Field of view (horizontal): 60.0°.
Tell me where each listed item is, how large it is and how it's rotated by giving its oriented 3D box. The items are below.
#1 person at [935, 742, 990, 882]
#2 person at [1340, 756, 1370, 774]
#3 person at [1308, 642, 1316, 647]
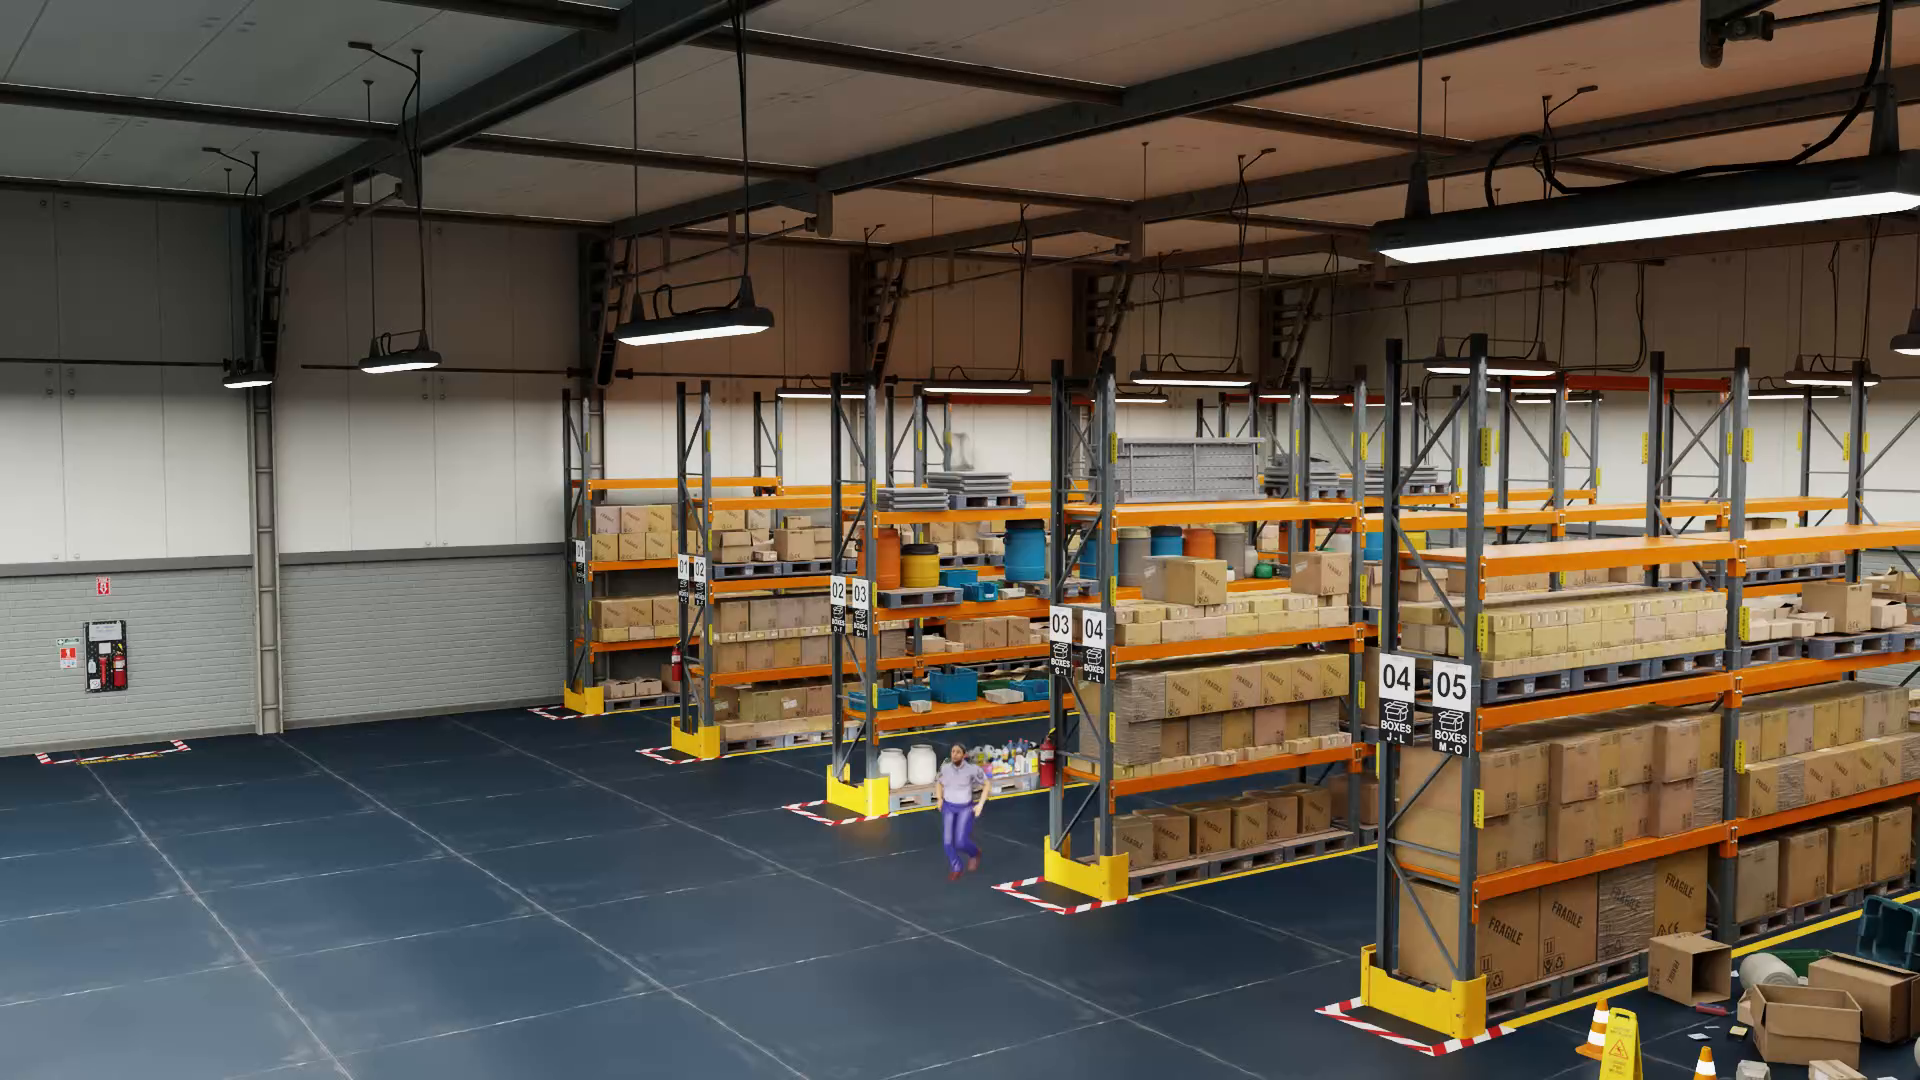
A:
[{"bbox_3d":[-0.001,3.144,19.227,0.642,1.616,0.558,2,4,25],"label":"person"},{"bbox_3d":[5.794,2.742,24.489,0.637,1.738,0.684,3,5,42],"label":"person"},{"bbox_3d":[6.518,2.252,31.656,0.624,1.834,0.759,4,5,44],"label":"person"}]
